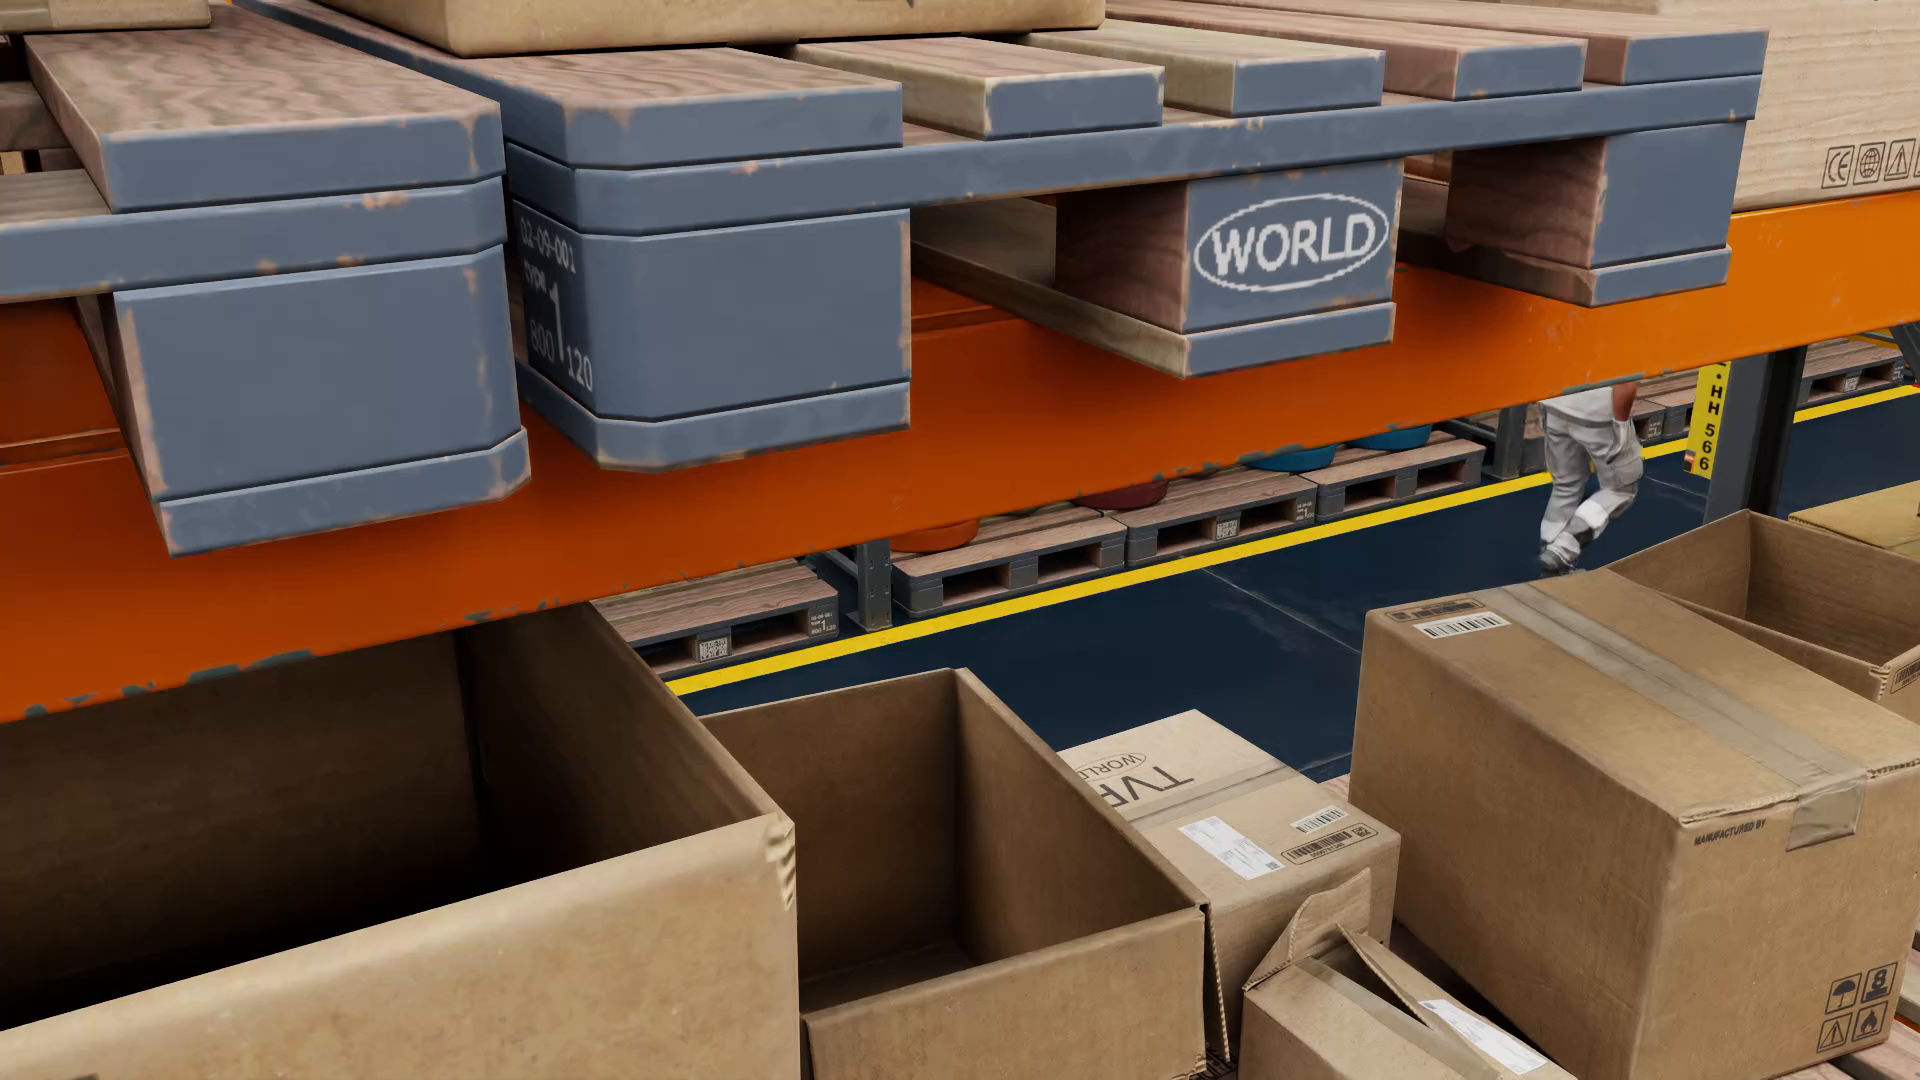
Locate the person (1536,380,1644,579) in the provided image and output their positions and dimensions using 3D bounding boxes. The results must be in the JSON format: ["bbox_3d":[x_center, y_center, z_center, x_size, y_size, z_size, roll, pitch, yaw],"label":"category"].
[{"bbox_3d":[2.773,-0.558,7.416,0.544,1.779,0.529,-15,26,-32],"label":"person"}]
